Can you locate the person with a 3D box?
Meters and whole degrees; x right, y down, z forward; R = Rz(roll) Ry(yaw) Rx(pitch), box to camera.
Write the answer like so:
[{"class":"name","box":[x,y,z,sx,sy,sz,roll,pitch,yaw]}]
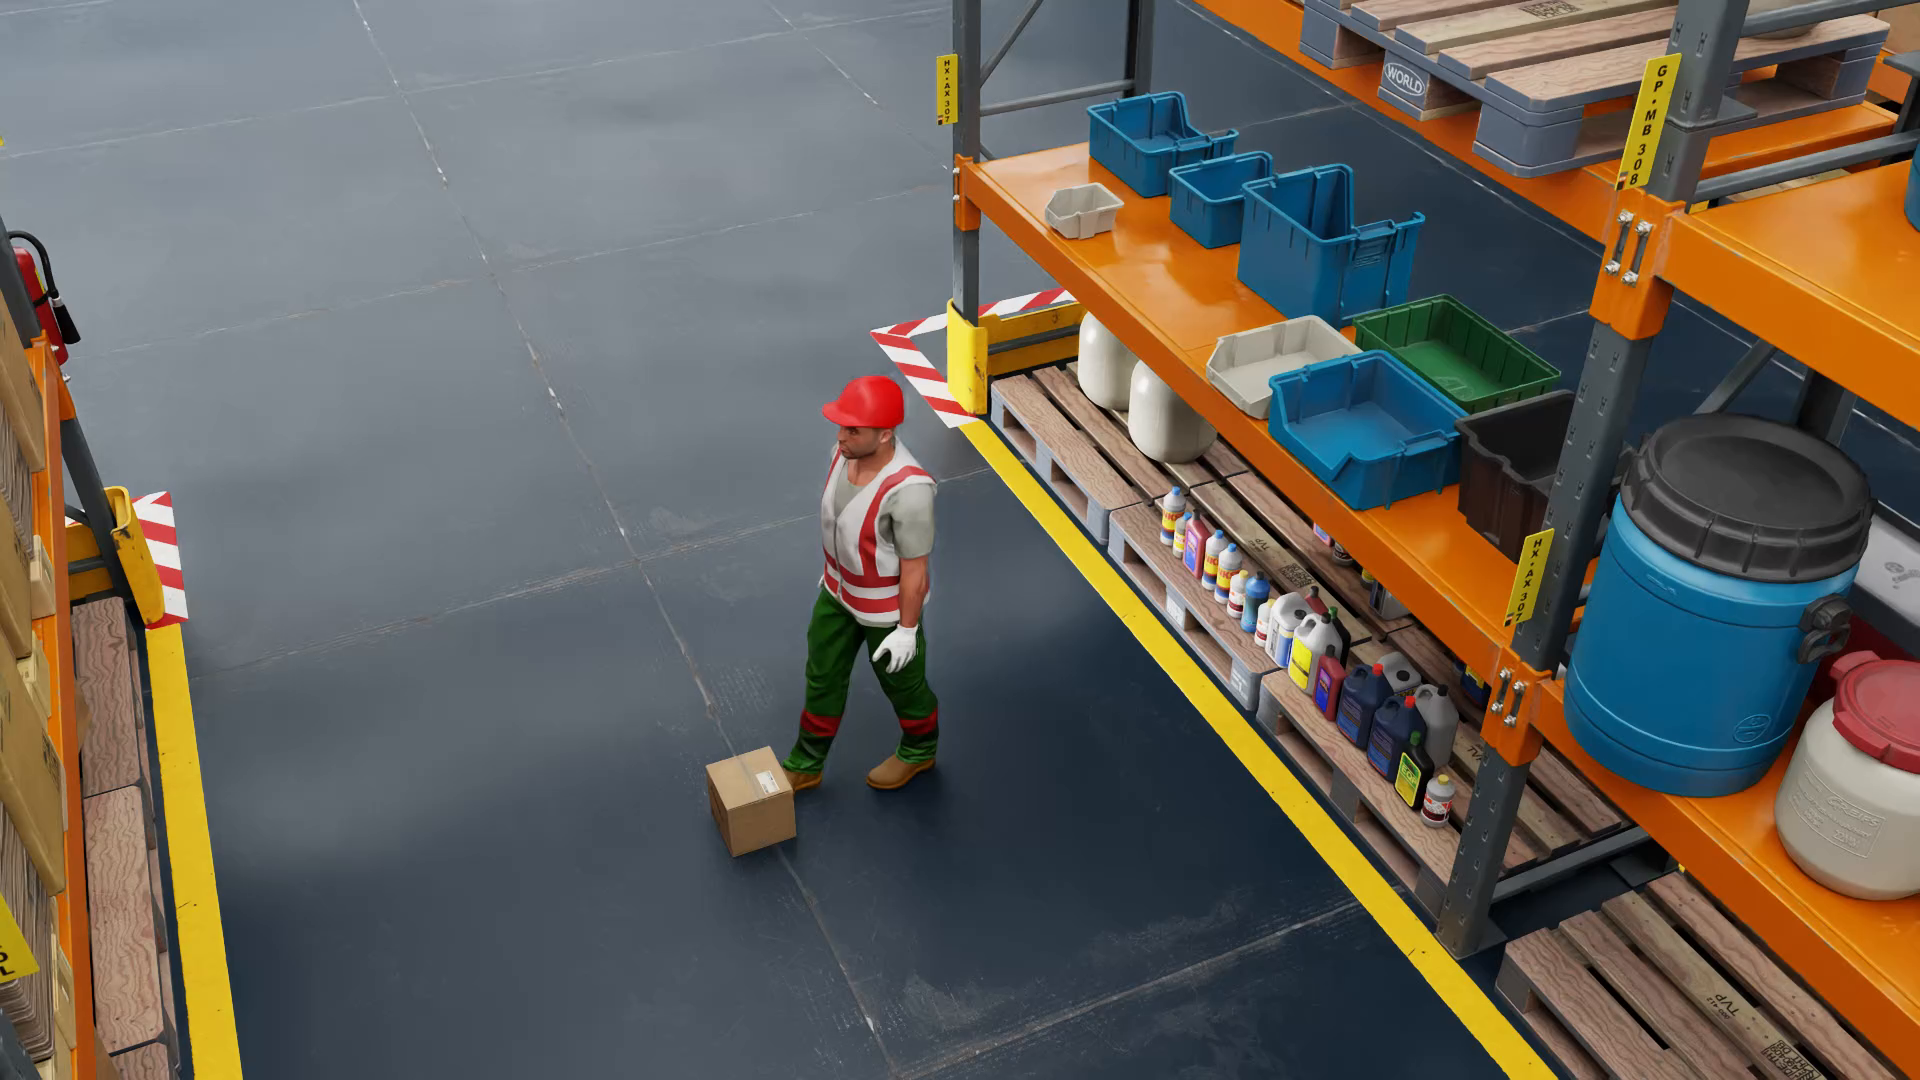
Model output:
[{"class":"person","box":[-0.409,0.242,5.787,0.718,1.780,0.555,-25,44,-29]}]
